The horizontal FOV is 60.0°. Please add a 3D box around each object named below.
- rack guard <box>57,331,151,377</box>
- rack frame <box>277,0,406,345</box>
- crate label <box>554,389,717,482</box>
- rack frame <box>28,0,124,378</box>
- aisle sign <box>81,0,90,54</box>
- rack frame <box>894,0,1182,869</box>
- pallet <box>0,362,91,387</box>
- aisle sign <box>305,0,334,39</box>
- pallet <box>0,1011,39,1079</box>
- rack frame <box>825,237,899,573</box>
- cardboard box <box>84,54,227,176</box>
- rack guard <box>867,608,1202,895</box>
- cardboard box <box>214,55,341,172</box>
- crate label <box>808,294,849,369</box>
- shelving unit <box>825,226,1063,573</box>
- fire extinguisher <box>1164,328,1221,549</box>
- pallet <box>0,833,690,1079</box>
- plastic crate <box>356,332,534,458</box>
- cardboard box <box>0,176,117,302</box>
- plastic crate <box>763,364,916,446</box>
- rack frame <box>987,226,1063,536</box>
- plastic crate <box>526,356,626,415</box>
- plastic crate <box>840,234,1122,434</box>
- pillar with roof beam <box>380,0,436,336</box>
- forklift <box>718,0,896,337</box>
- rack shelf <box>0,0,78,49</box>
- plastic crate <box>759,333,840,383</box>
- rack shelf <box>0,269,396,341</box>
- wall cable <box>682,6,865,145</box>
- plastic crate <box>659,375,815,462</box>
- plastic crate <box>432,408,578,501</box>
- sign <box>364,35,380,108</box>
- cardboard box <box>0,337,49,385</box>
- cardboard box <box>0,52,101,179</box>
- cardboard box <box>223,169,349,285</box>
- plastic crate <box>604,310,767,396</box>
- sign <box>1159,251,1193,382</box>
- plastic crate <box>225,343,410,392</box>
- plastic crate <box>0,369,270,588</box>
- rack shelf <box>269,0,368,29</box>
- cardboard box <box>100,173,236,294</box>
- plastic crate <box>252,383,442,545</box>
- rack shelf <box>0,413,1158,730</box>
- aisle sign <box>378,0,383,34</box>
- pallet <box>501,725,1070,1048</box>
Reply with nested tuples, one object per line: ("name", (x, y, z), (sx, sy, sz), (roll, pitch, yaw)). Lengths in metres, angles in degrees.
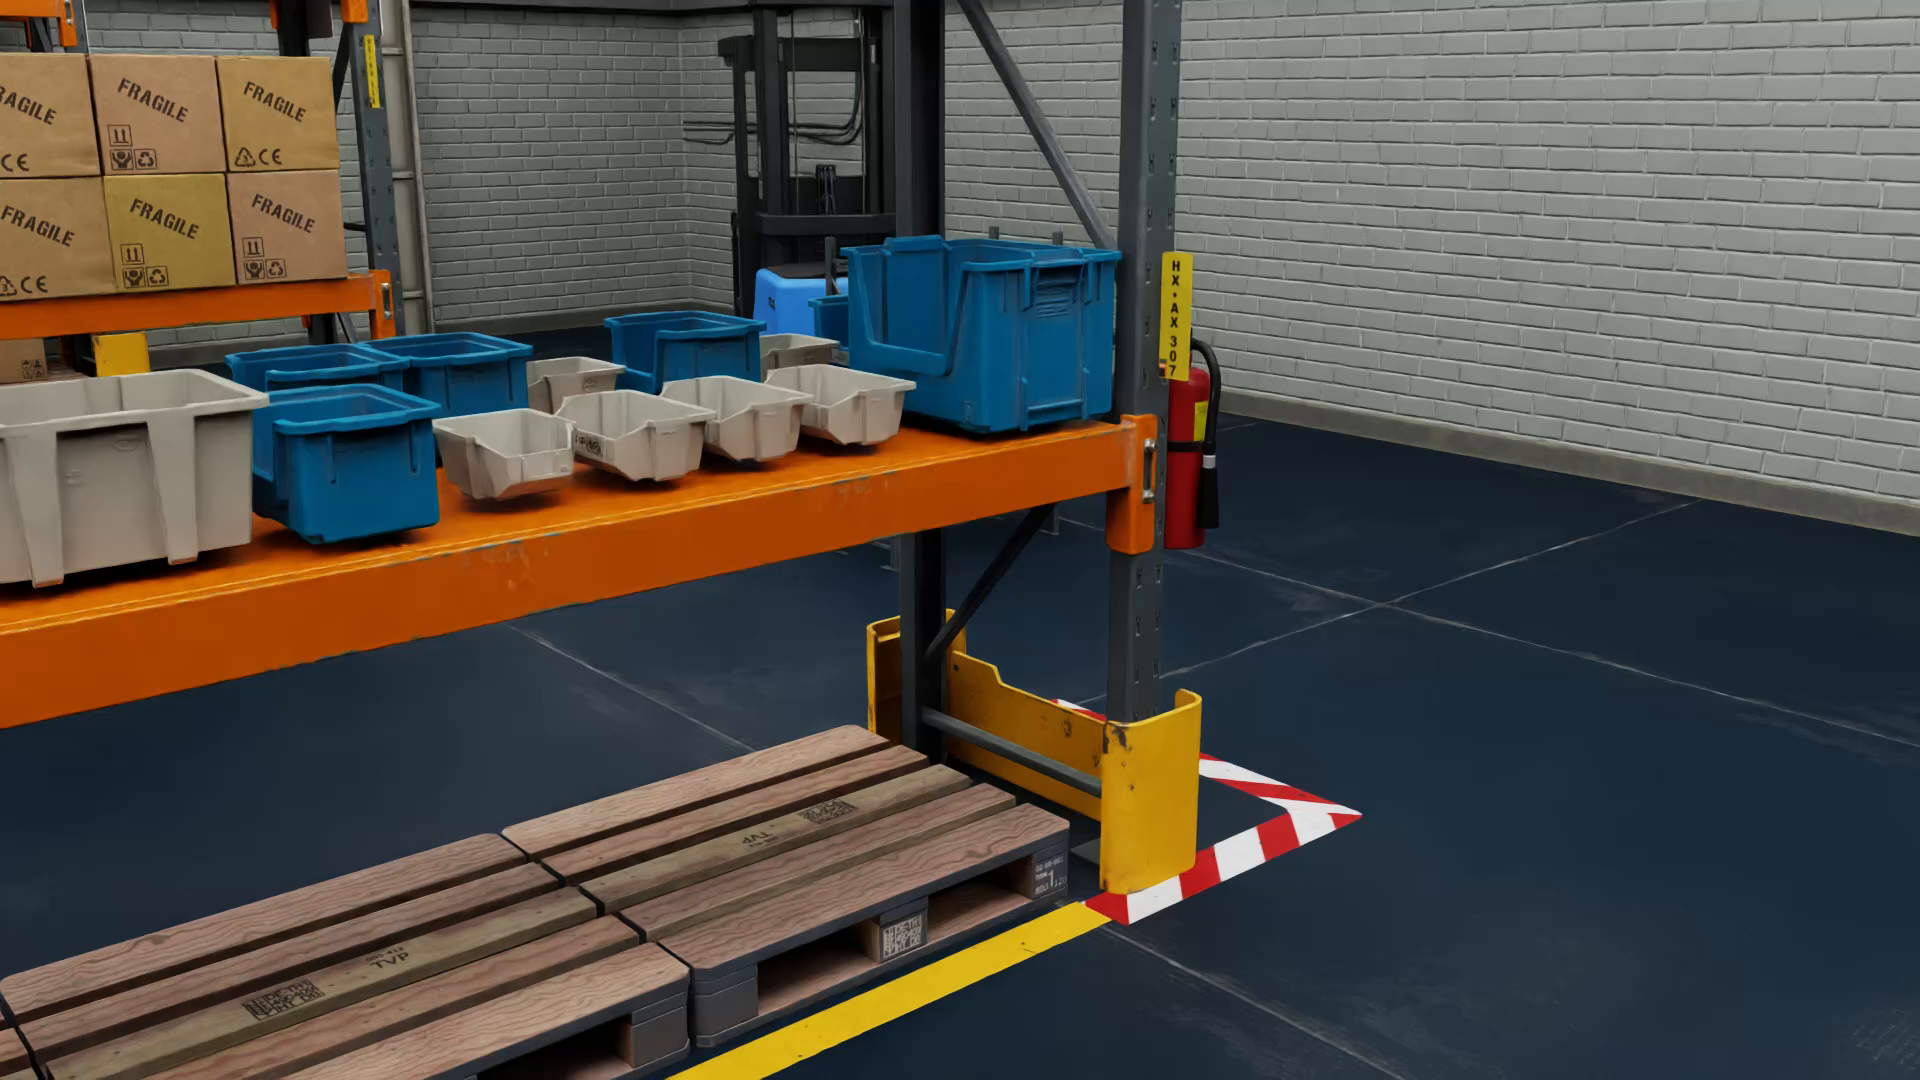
("rack guard", (-6.305, -1.325, 12.242), (0.348, 0.500, 1.175), (-13, 19, -39))
("rack frame", (-3.068, -1.565, 8.296), (0.127, 3.000, 1.000), (-13, 19, -39))
("crate label", (-0.738, -0.230, 3.693), (0.243, 0.136, 0.396), (-13, 19, -39))
("rack frame", (-6.323, -2.529, 11.904), (0.127, 3.000, 1.000), (-13, 19, -39))
("aisle sign", (-6.071, -3.738, 11.395), (0.004, 0.787, 0.394), (-13, 19, -39))
("rack frame", (0.181, -0.600, 4.683), (0.127, 3.000, 1.000), (-13, 19, -39))
("pallet", (-6.875, -1.031, 11.699), (1.213, 0.211, 1.003), (-13, 19, -39))
("aisle sign", (-3.209, -2.890, 8.218), (0.004, 0.787, 0.394), (-13, 19, -39))
("pallet", (-2.308, 1.293, 3.001), (1.213, 0.211, 1.003), (-13, 19, -39))
("rack frame", (-0.448, -0.624, 7.680), (0.032, 1.500, 0.500), (-13, 19, -39))
("cardboard box", (-3.604, -1.881, 7.350), (0.500, 0.500, 0.500), (-12, 19, -38))
("rack guard", (0.190, 0.601, 5.030), (0.348, 0.500, 1.175), (-13, 19, -39))
("cardboard box", (-3.223, -1.967, 7.671), (0.500, 0.500, 0.500), (-13, 20, -40))
("crate label", (-0.222, -0.570, 4.780), (0.303, 0.233, 0.416), (-13, 19, -39))
("shelving unit", (-0.064, -0.710, 8.002), (1.048, 1.500, 0.538), (-13, 19, -39))
("fire extinguisher", (0.593, -0.319, 4.506), (0.183, 0.674, 0.296), (-13, 19, -39))
("pallet", (-1.387, 1.085, 3.779), (1.213, 0.211, 1.003), (-13, 19, -39))
("plastic crate", (-1.215, -0.347, 3.945), (0.300, 0.233, 0.416), (-13, 19, -39))
("cardboard box", (-3.996, -1.312, 7.156), (0.500, 0.500, 0.500), (-12, 19, -39))
("plastic crate", (-0.316, -0.328, 4.060), (0.243, 0.136, 0.396), (-13, 19, -39))
("rack frame", (0.319, -0.796, 8.325), (0.032, 1.500, 0.500), (-13, 19, -39))
("plastic crate", (-1.030, -0.371, 4.220), (0.298, 0.136, 0.250), (-13, 19, -39))
("plastic crate", (0.051, -0.553, 4.322), (0.499, 0.435, 0.616), (-13, 19, -39))
("pillar with roof beam", (-2.028, -5.215, 10.335), (0.400, 9.000, 9.100), (-13, 19, -39))
("forklift", (-0.999, -2.317, 11.244), (1.130, 2.935, 3.031), (-4, 16, -15))
("rack shelf", (-7.831, -3.291, 10.341), (4.000, 0.370, 1.077), (-13, 19, -39))
("plastic crate", (-0.518, -0.485, 4.650), (0.298, 0.136, 0.250), (-13, 19, -39))
("rack shelf", (-4.577, -0.878, 7.120), (4.000, 0.370, 1.077), (-13, 19, -39))
("wall cable", (-1.821, -4.815, 14.857), (0.112, 2.526, 3.097), (-13, 19, -39))
("plastic crate", (-0.544, -0.282, 3.887), (0.243, 0.136, 0.396), (-13, 19, -39))
("plastic crate", (-0.949, -0.176, 3.491), (0.250, 0.136, 0.298), (-13, 19, -39))
("sign", (-2.719, -2.165, 7.688), (0.005, 0.325, 0.100), (-13, 19, -39))
("cardboard box", (-6.785, -1.386, 11.655), (0.500, 0.500, 0.700), (-13, 19, -39))
("cardboard box", (-3.992, -1.793, 7.018), (0.500, 0.500, 0.500), (-12, 19, -38))
("cardboard box", (-3.227, -1.484, 7.800), (0.500, 0.500, 0.500), (-12, 19, -38))
("plastic crate", (-0.718, -0.459, 4.363), (0.300, 0.233, 0.416), (-13, 19, -39))
("sign", (0.554, -0.574, 4.272), (0.005, 0.325, 0.100), (-13, 19, -39))
("plastic crate", (-1.441, -0.296, 3.755), (0.300, 0.233, 0.416), (-13, 19, -39))
("plastic crate", (-1.564, -0.117, 2.988), (0.530, 0.282, 0.437), (-13, 19, -39))
("rack shelf", (-4.577, -2.328, 6.733), (4.000, 0.370, 1.077), (-13, 19, -39))
("cardboard box", (-3.616, -1.396, 7.469), (0.500, 0.500, 0.500), (-12, 19, -39))
("plastic crate", (-1.200, -0.150, 3.208), (0.300, 0.233, 0.416), (-13, 19, -39))
("rack shelf", (-1.328, 0.087, 3.508), (4.000, 0.370, 1.077), (-13, 19, -39))
("aisle sign", (-2.816, -2.773, 7.780), (0.004, 0.787, 0.394), (-13, 19, -39))
("pallet", (-0.467, 0.880, 4.548), (1.213, 0.211, 1.003), (-13, 19, -39))
